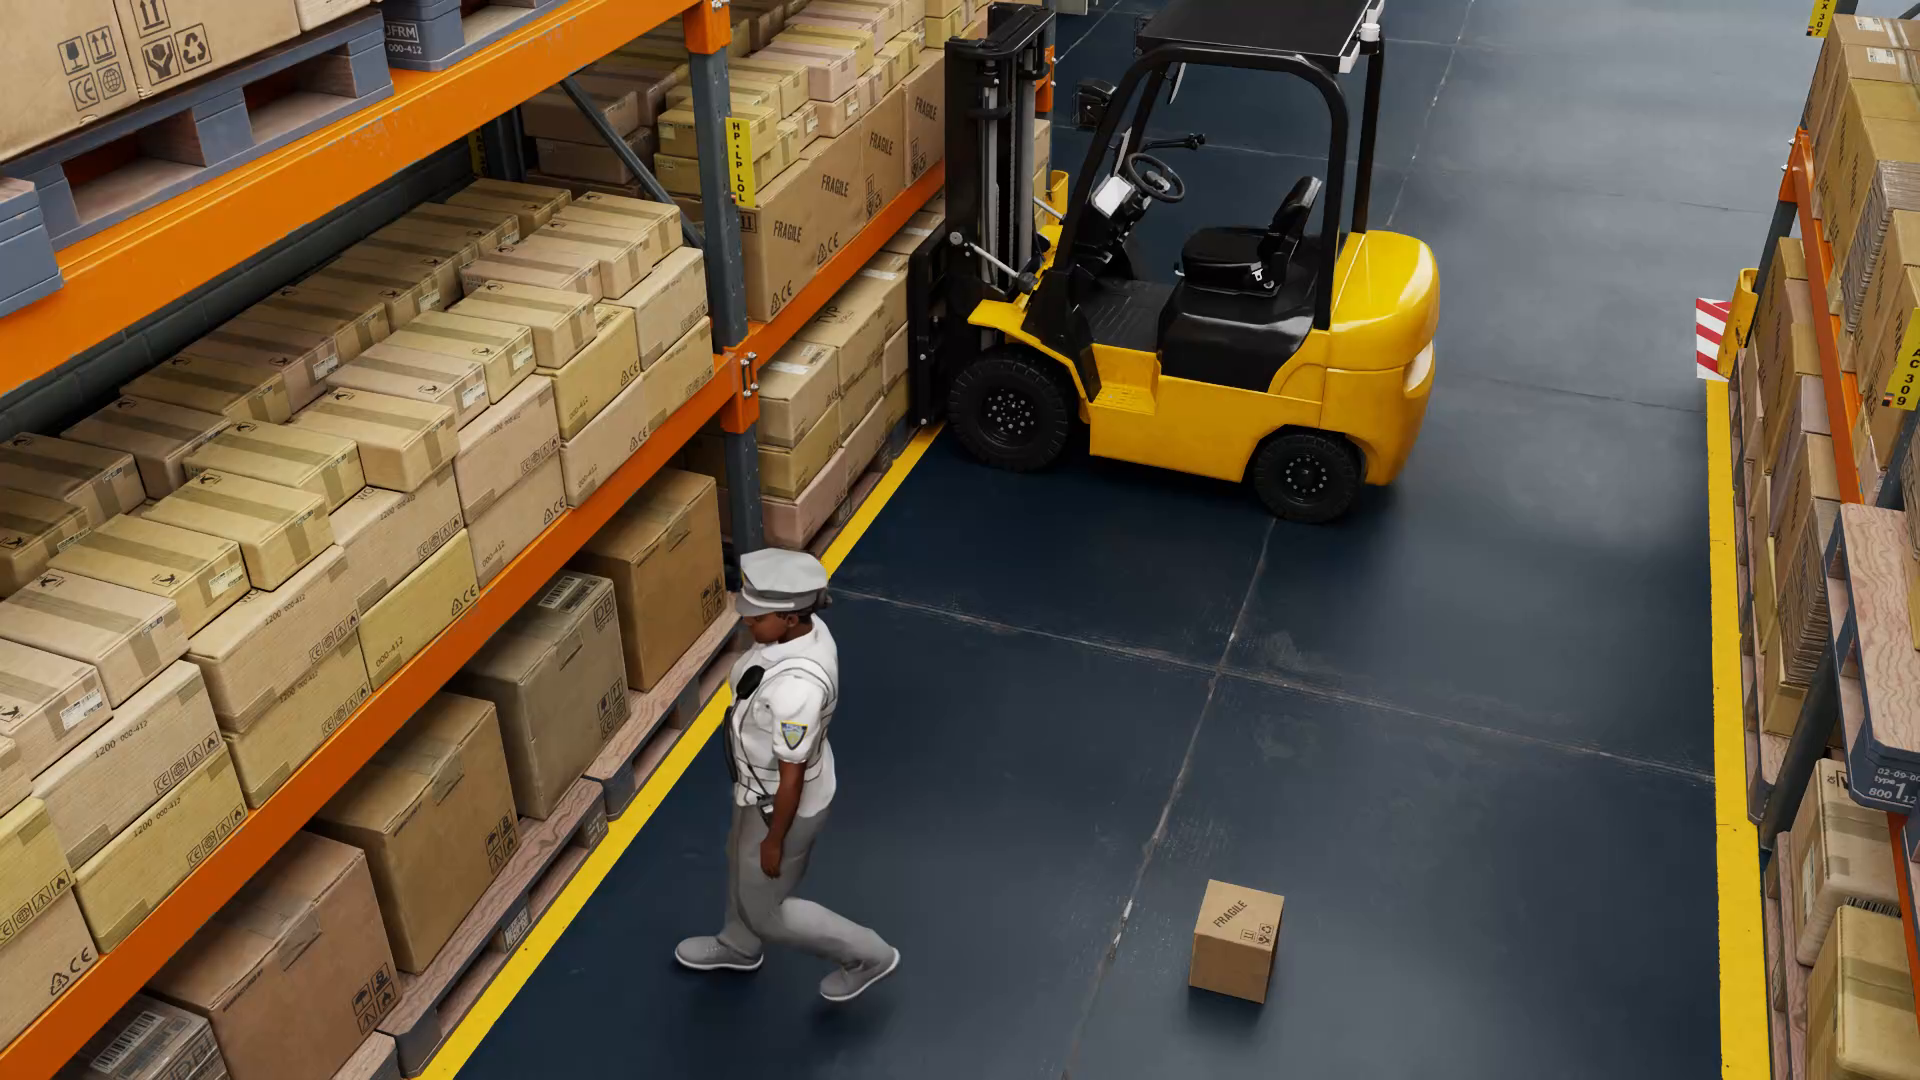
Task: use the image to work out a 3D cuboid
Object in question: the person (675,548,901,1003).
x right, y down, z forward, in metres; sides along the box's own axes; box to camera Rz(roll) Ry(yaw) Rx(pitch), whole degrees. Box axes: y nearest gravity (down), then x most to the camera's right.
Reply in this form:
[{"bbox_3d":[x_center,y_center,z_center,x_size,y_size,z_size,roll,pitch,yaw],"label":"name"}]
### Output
[{"bbox_3d":[-0.564,0.751,4.983,0.743,1.642,0.471,-2,34,-3],"label":"person"}]
